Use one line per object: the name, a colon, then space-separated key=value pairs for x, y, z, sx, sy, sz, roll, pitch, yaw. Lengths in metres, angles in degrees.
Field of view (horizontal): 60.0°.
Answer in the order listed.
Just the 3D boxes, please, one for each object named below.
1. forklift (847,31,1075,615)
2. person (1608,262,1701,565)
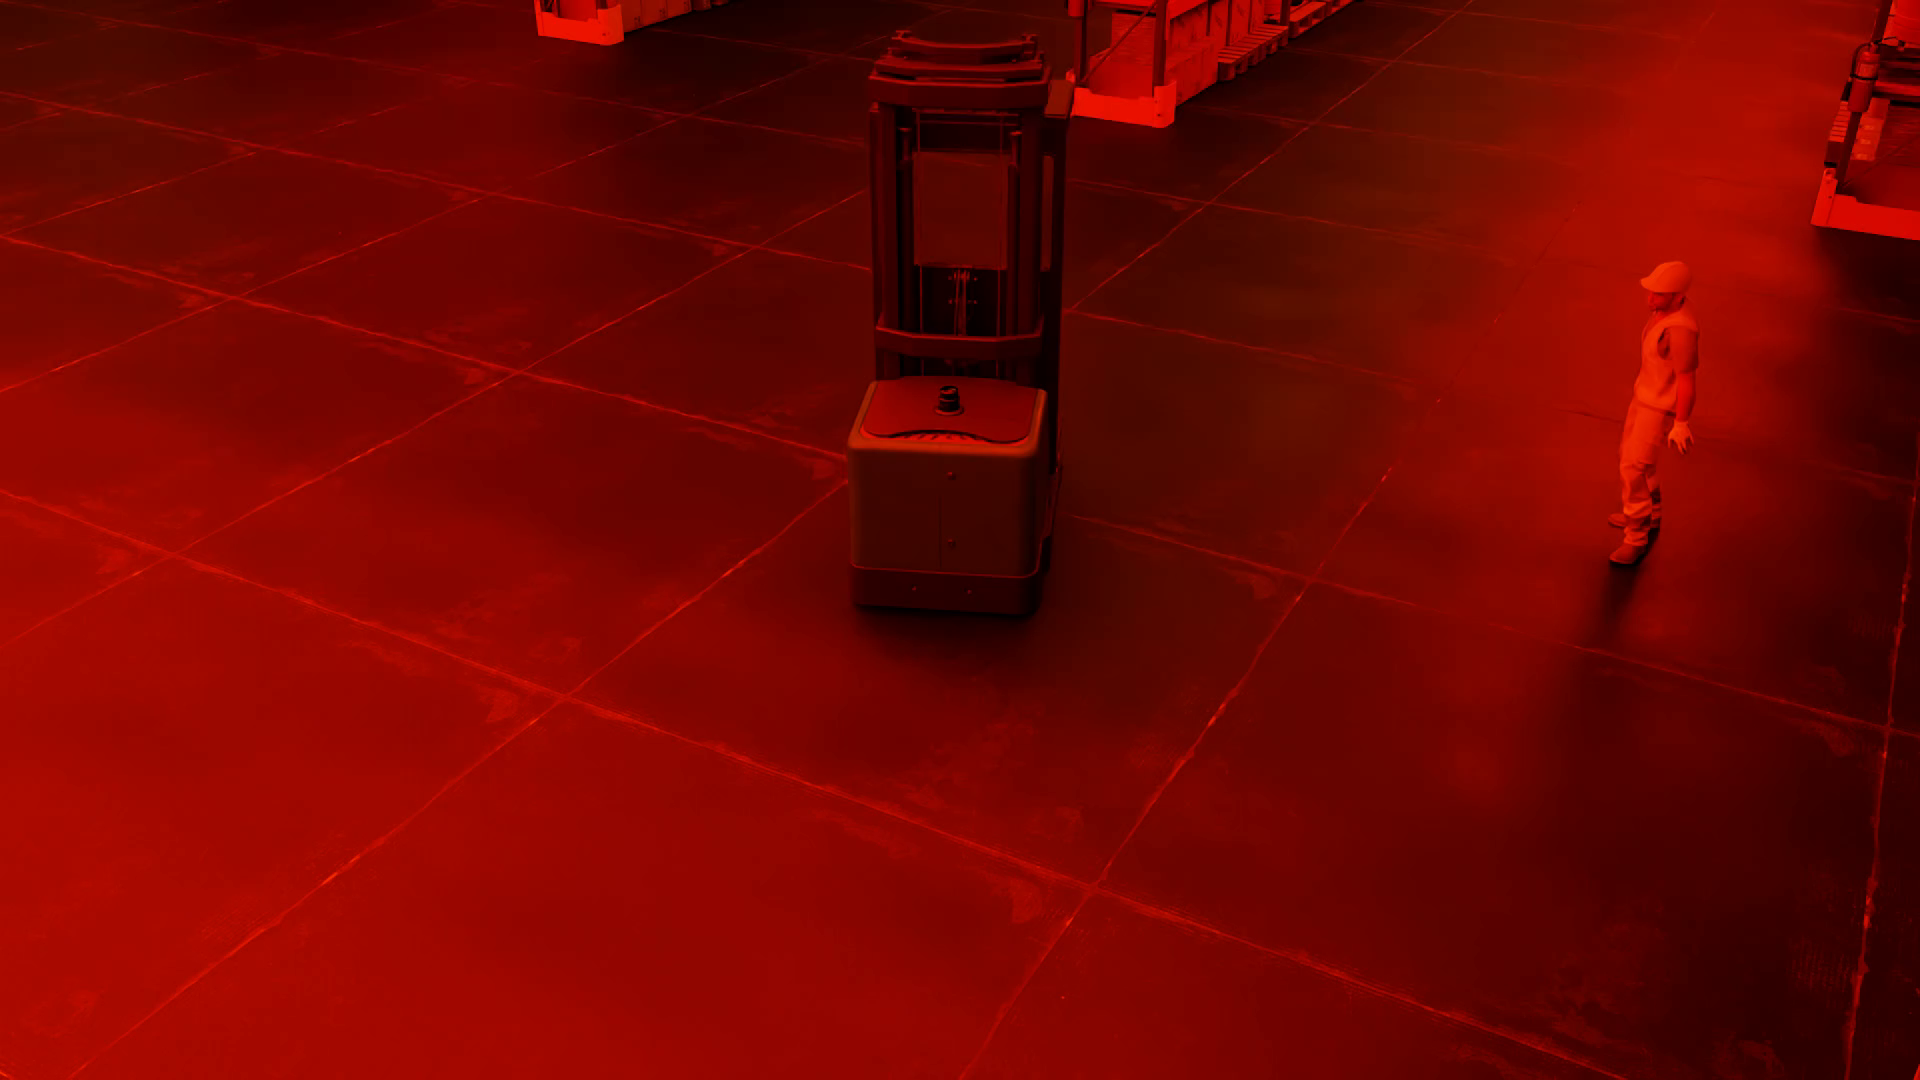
forklift: x=0.072 y=-1.572 z=9.794 sx=1.130 sy=2.935 sz=3.031 roll=3 pitch=30 yaw=6
person: x=4.021 y=-0.792 z=9.643 sx=0.452 sy=1.747 sz=0.877 roll=6 pitch=30 yaw=10
